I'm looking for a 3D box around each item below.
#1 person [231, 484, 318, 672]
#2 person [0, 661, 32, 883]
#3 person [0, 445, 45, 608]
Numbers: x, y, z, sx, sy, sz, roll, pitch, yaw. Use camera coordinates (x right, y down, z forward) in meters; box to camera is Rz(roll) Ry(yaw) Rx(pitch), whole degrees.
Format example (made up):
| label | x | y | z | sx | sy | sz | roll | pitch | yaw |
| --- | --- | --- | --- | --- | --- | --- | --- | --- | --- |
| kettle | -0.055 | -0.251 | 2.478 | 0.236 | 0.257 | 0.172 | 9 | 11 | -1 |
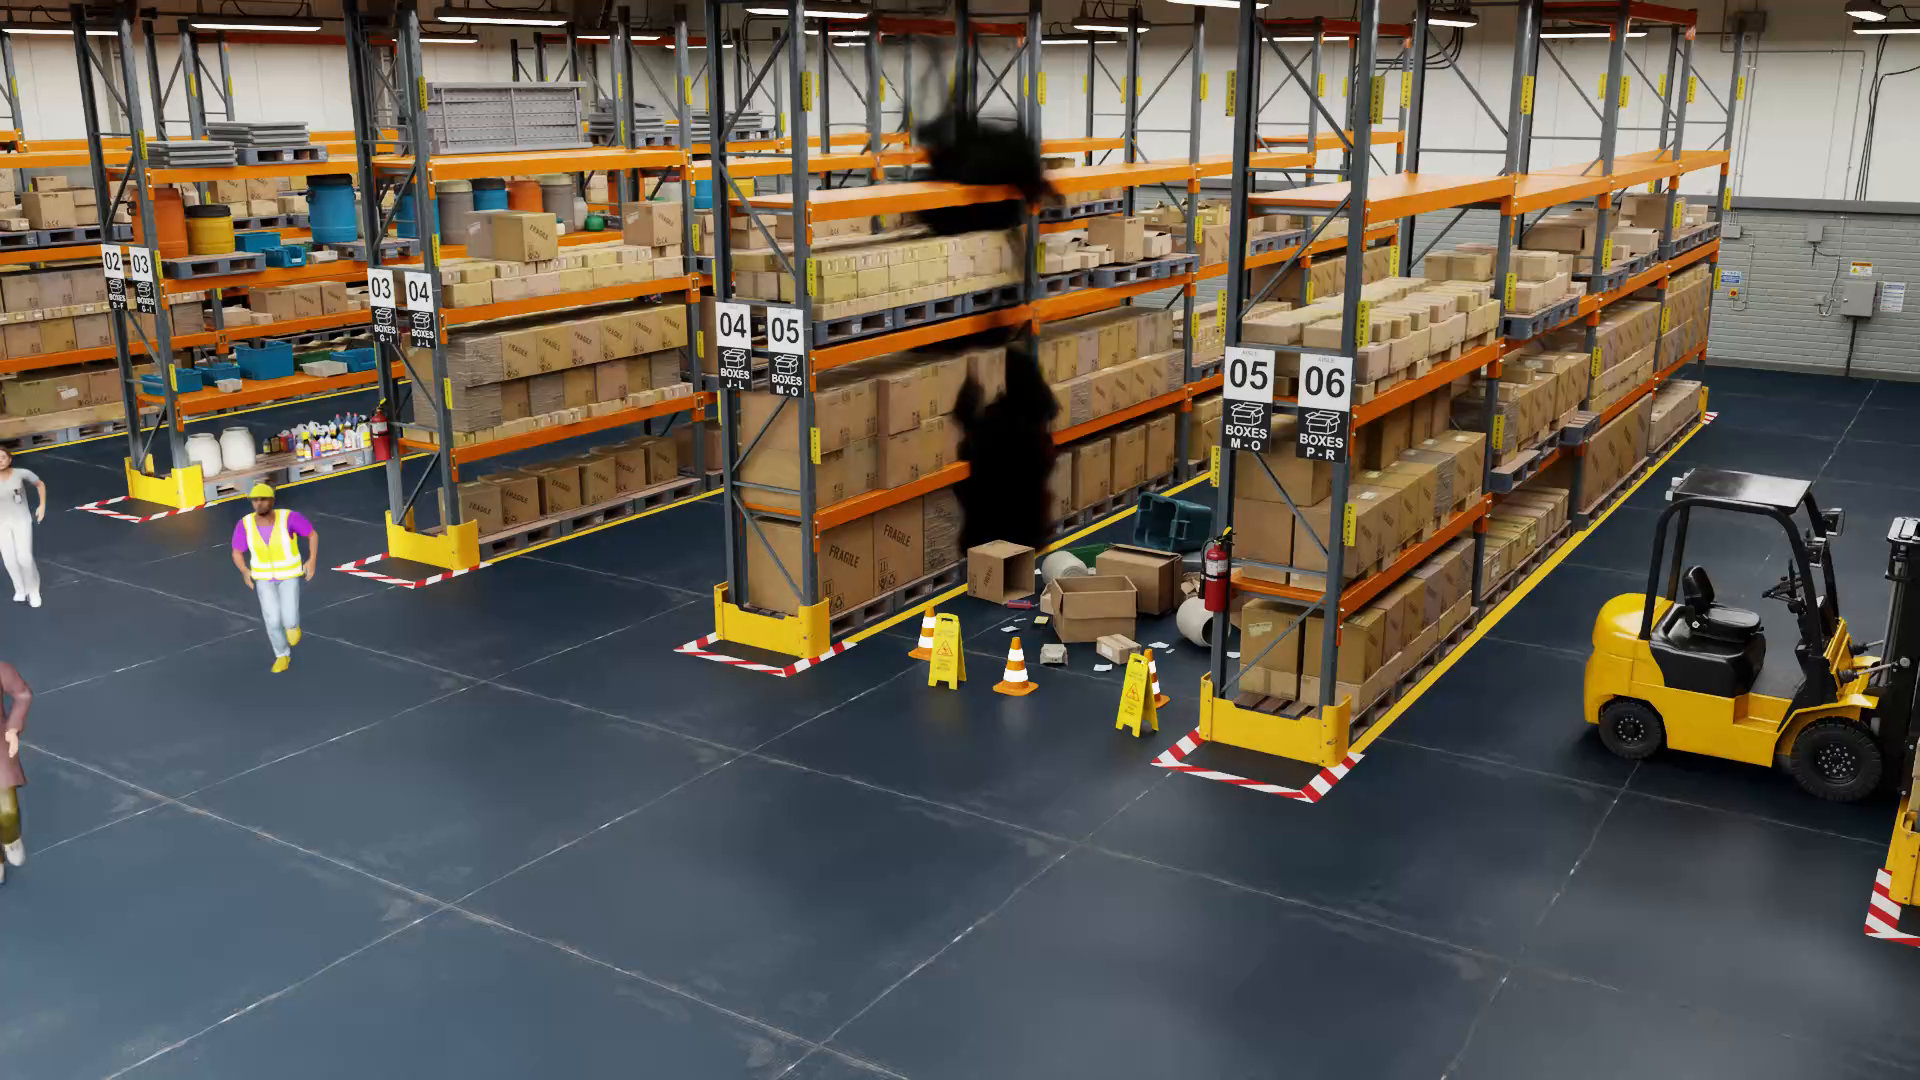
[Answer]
| label | x | y | z | sx | sy | sz | roll | pitch | yaw |
| --- | --- | --- | --- | --- | --- | --- | --- | --- | --- |
| person | -6.107 | 0.325 | 14.874 | 0.713 | 1.728 | 0.659 | -4 | 16 | -13 |
| person | -6.391 | 1.428 | 10.830 | 0.702 | 1.730 | 0.649 | -8 | 18 | -27 |
| person | -9.429 | -0.121 | 16.597 | 0.582 | 1.688 | 0.681 | -6 | 17 | -22 |
